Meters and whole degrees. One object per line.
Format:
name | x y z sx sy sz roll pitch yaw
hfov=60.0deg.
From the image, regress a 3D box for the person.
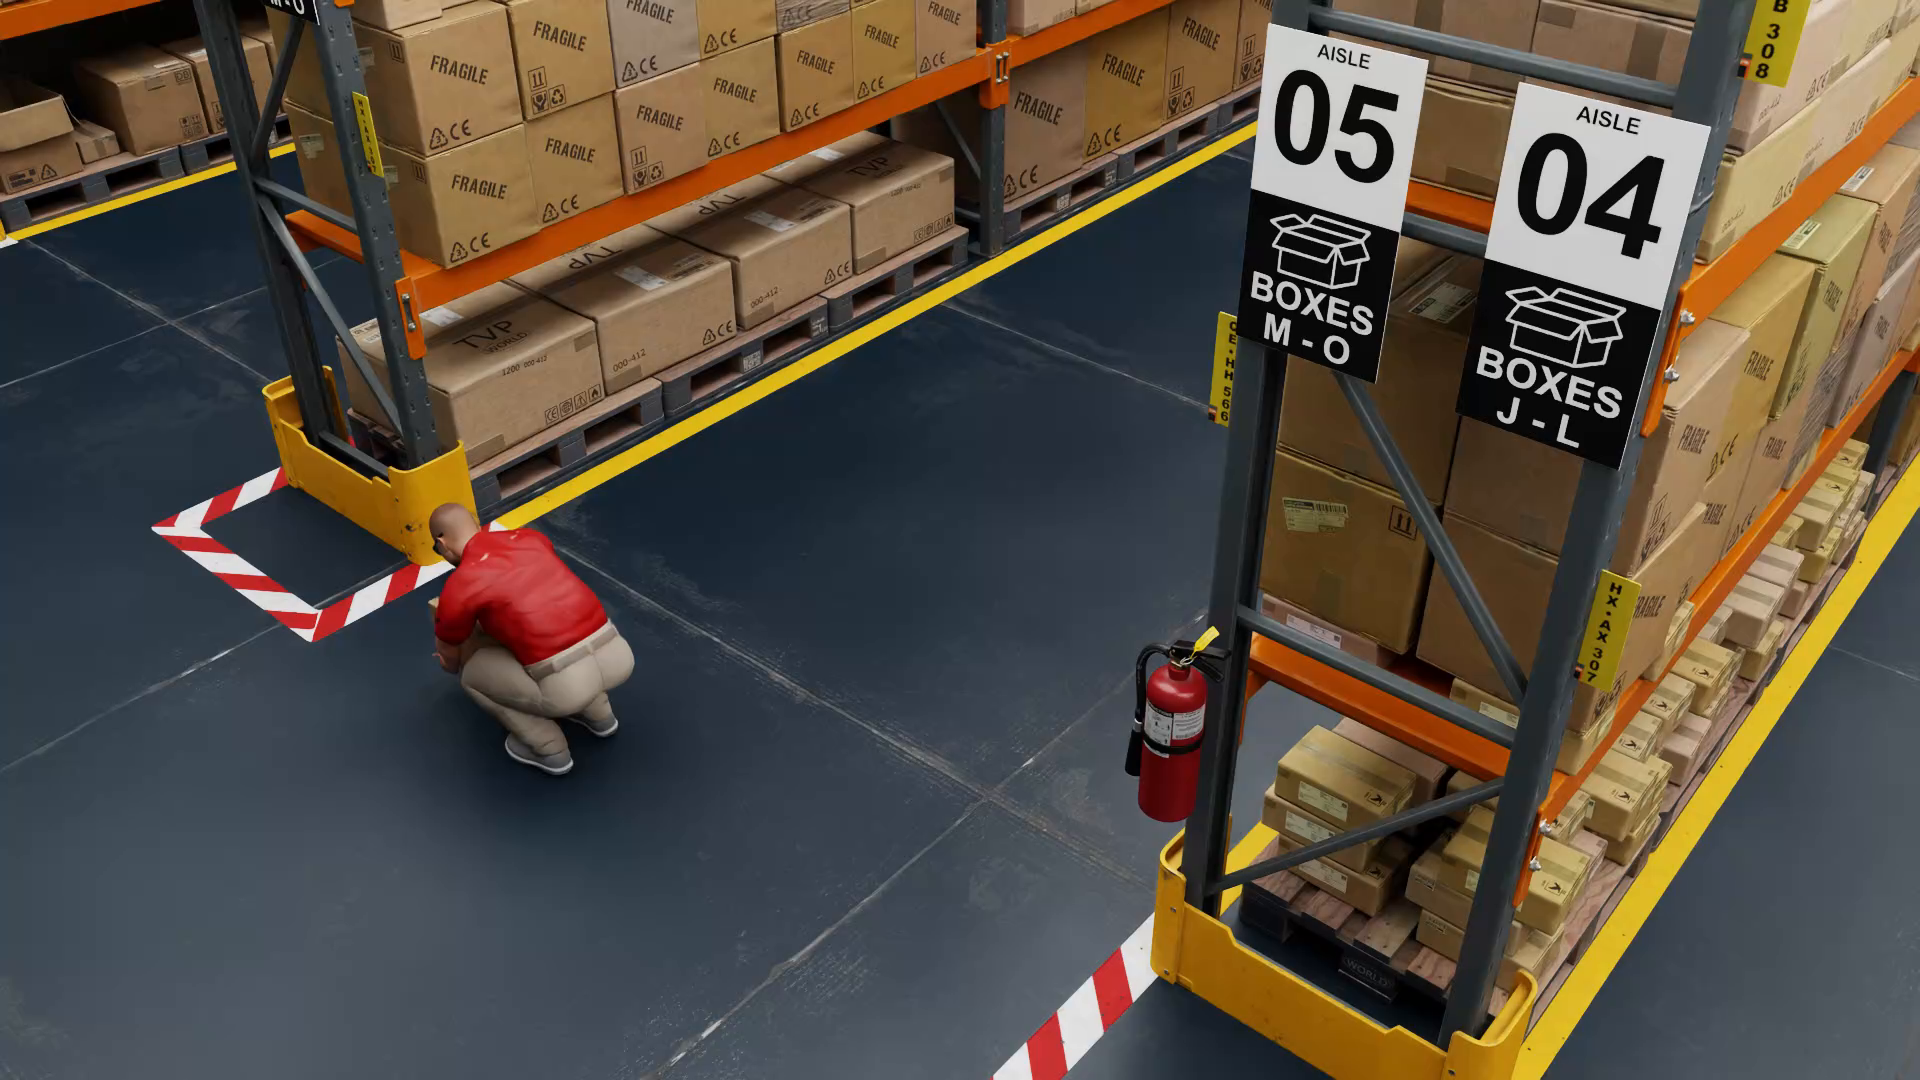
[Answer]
person | -1.664 0.354 6.334 0.881 0.958 0.557 26 42 32
